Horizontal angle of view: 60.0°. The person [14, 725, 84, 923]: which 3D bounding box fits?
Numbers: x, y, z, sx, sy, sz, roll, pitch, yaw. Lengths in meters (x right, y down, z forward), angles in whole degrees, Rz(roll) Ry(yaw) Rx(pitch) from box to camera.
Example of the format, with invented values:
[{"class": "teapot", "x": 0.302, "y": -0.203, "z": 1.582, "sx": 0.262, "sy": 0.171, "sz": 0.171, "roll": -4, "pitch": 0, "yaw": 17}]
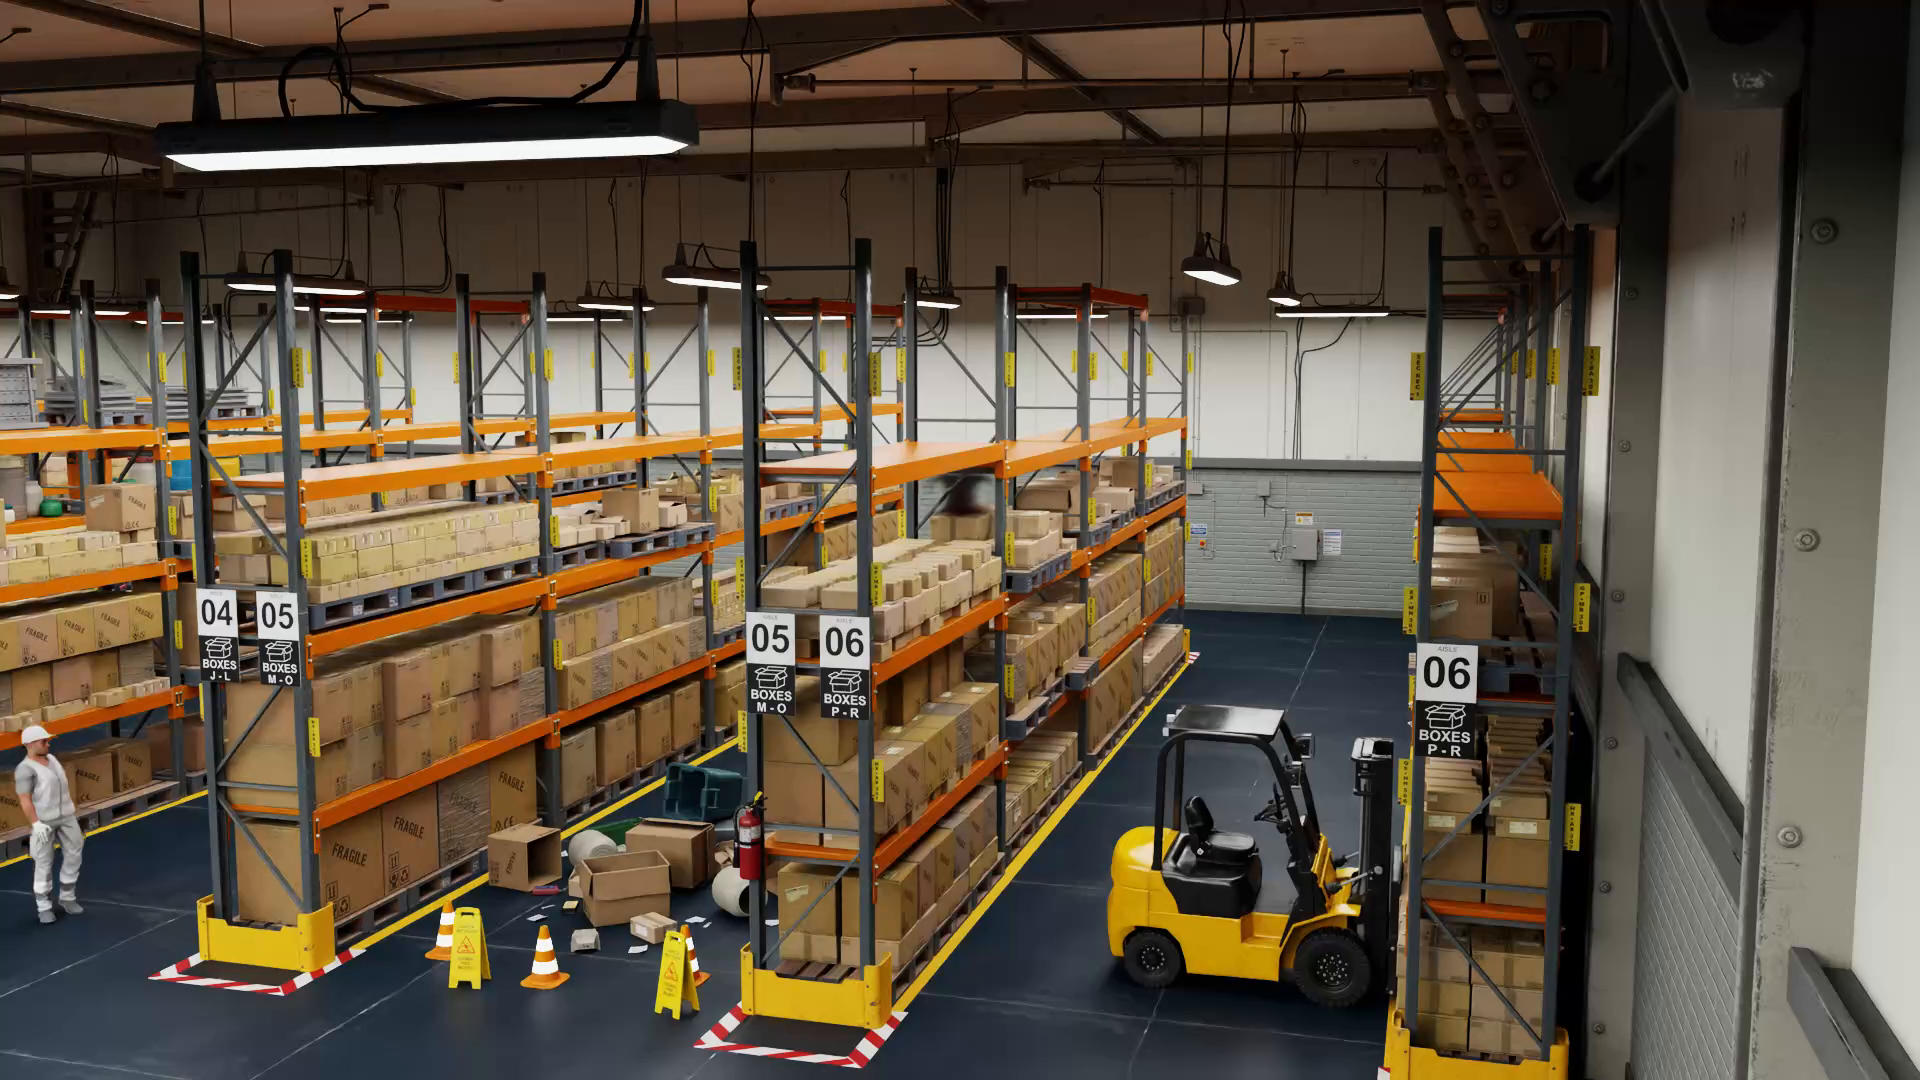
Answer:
[{"class": "person", "x": -8.298, "y": 2.587, "z": 15.220, "sx": 0.603, "sy": 1.805, "sz": 0.618, "roll": 4, "pitch": 7, "yaw": 30}]
